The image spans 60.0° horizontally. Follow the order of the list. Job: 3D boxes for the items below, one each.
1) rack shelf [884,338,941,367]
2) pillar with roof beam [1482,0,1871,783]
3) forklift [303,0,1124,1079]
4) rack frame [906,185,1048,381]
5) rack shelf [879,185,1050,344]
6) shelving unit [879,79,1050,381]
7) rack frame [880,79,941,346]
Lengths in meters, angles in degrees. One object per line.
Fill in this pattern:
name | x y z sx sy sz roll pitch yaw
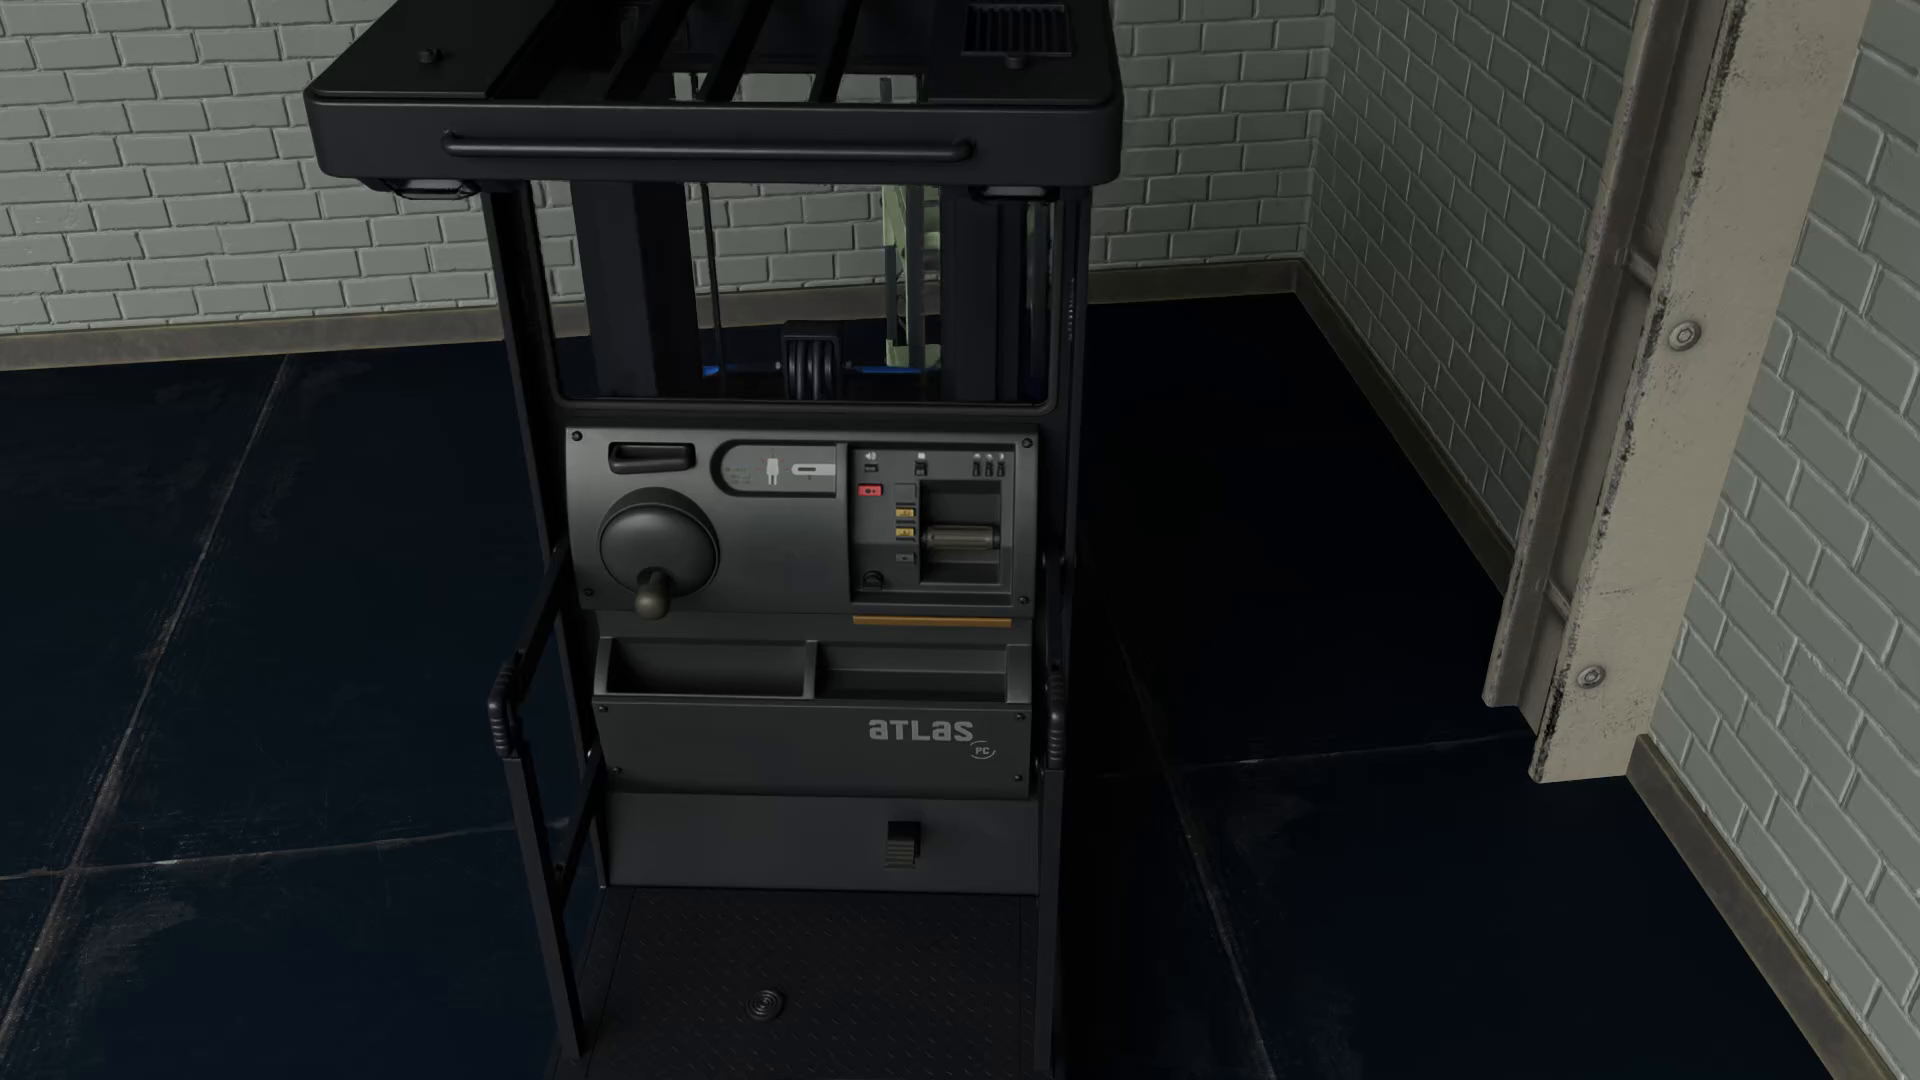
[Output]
rack shelf | -0.001 -0.354 5.517 0.431 0.370 0.720 -4 35 -6
pillar with roof beam | -2.503 -2.822 1.900 9.100 9.000 0.400 -4 35 -6
forklift | -0.315 0.025 3.111 1.130 2.935 3.031 1 34 1
rack frame | 0.048 -0.419 5.033 0.400 1.500 0.023 -4 35 -6
rack shelf | -0.001 -0.946 5.113 0.431 0.370 0.720 -4 35 -6
shelving unit | -0.001 -0.623 5.333 0.431 1.500 0.755 -4 35 -6
rack frame | -0.050 -0.828 5.633 0.400 1.500 0.023 -4 35 -6
